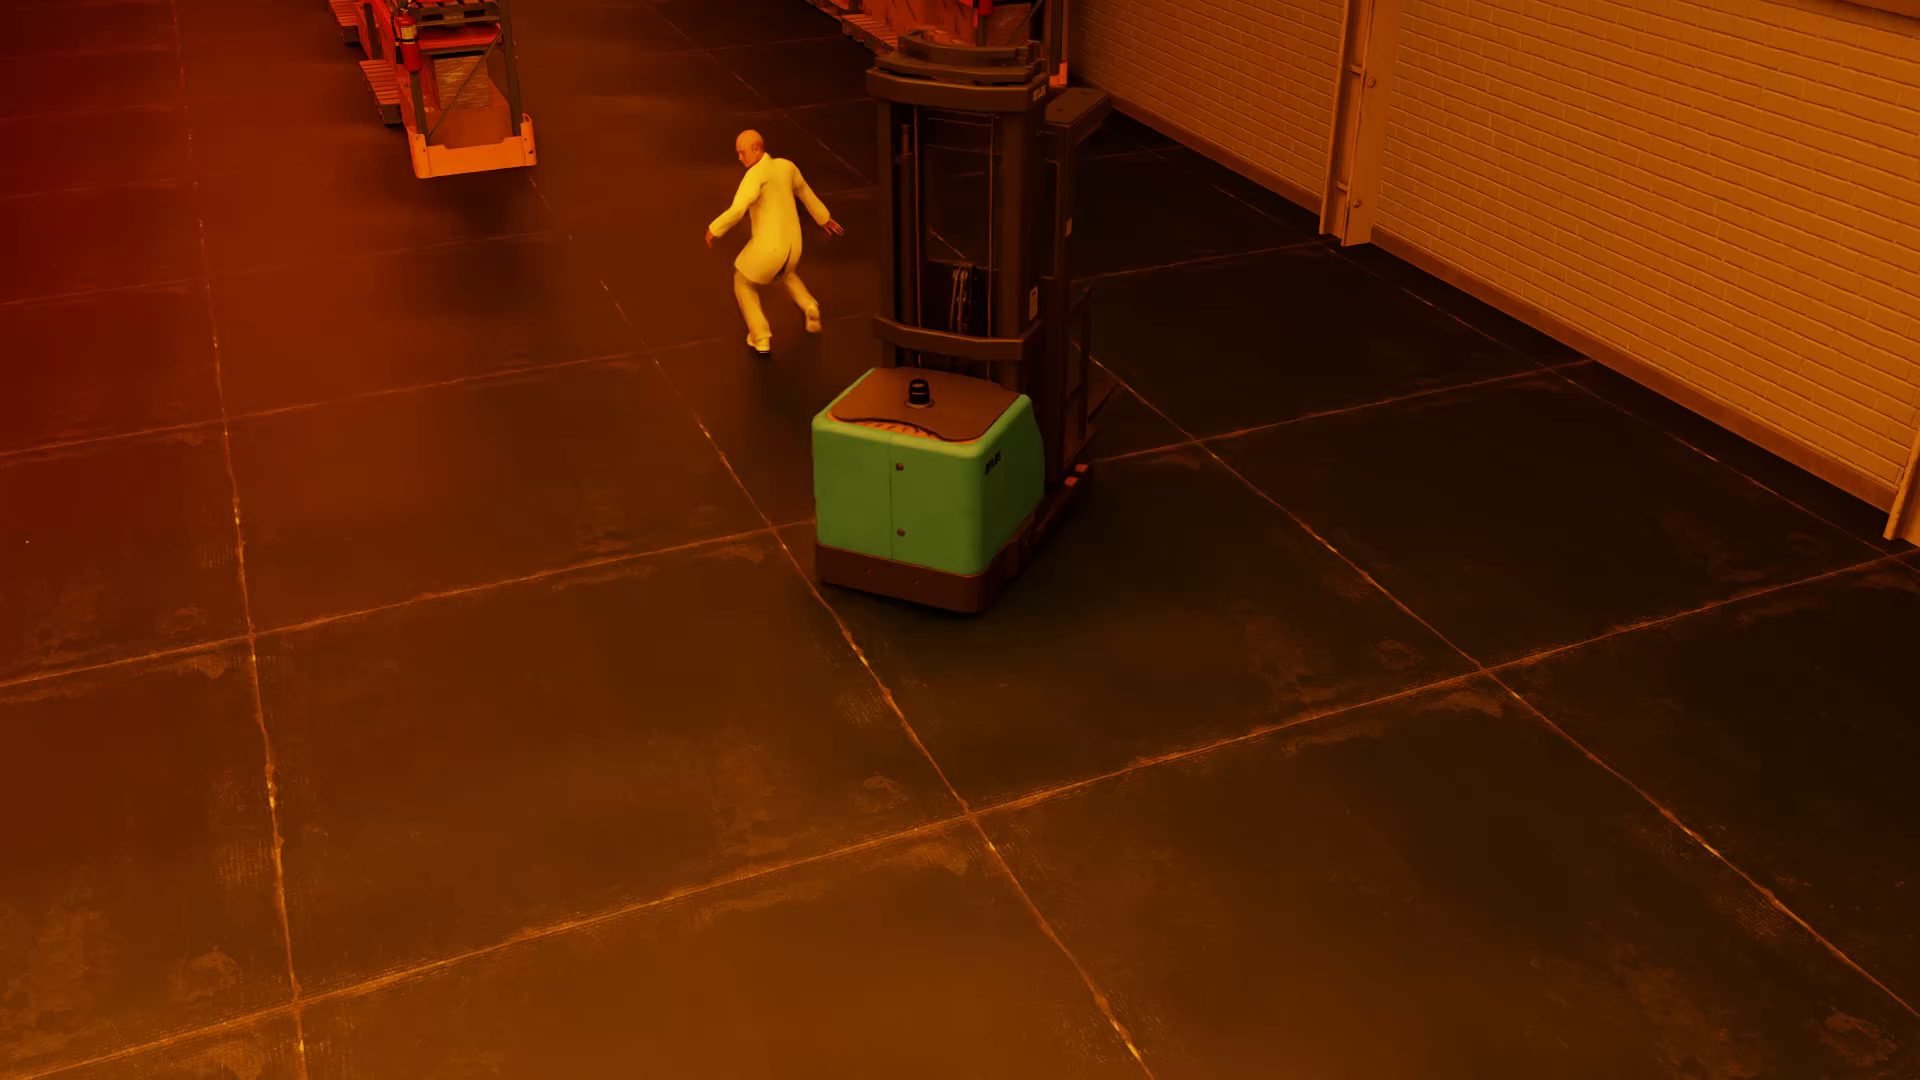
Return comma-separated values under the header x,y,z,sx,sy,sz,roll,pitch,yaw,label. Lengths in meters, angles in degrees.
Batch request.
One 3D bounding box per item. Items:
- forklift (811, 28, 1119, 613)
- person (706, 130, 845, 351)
x,y,z,sx,sy,sz,roll,pitch,yaw,label
0.207,-1.579,9.881,1.130,2.935,3.031,12,32,20,forklift
-1.382,-2.234,12.453,0.509,1.670,1.057,23,37,34,person
